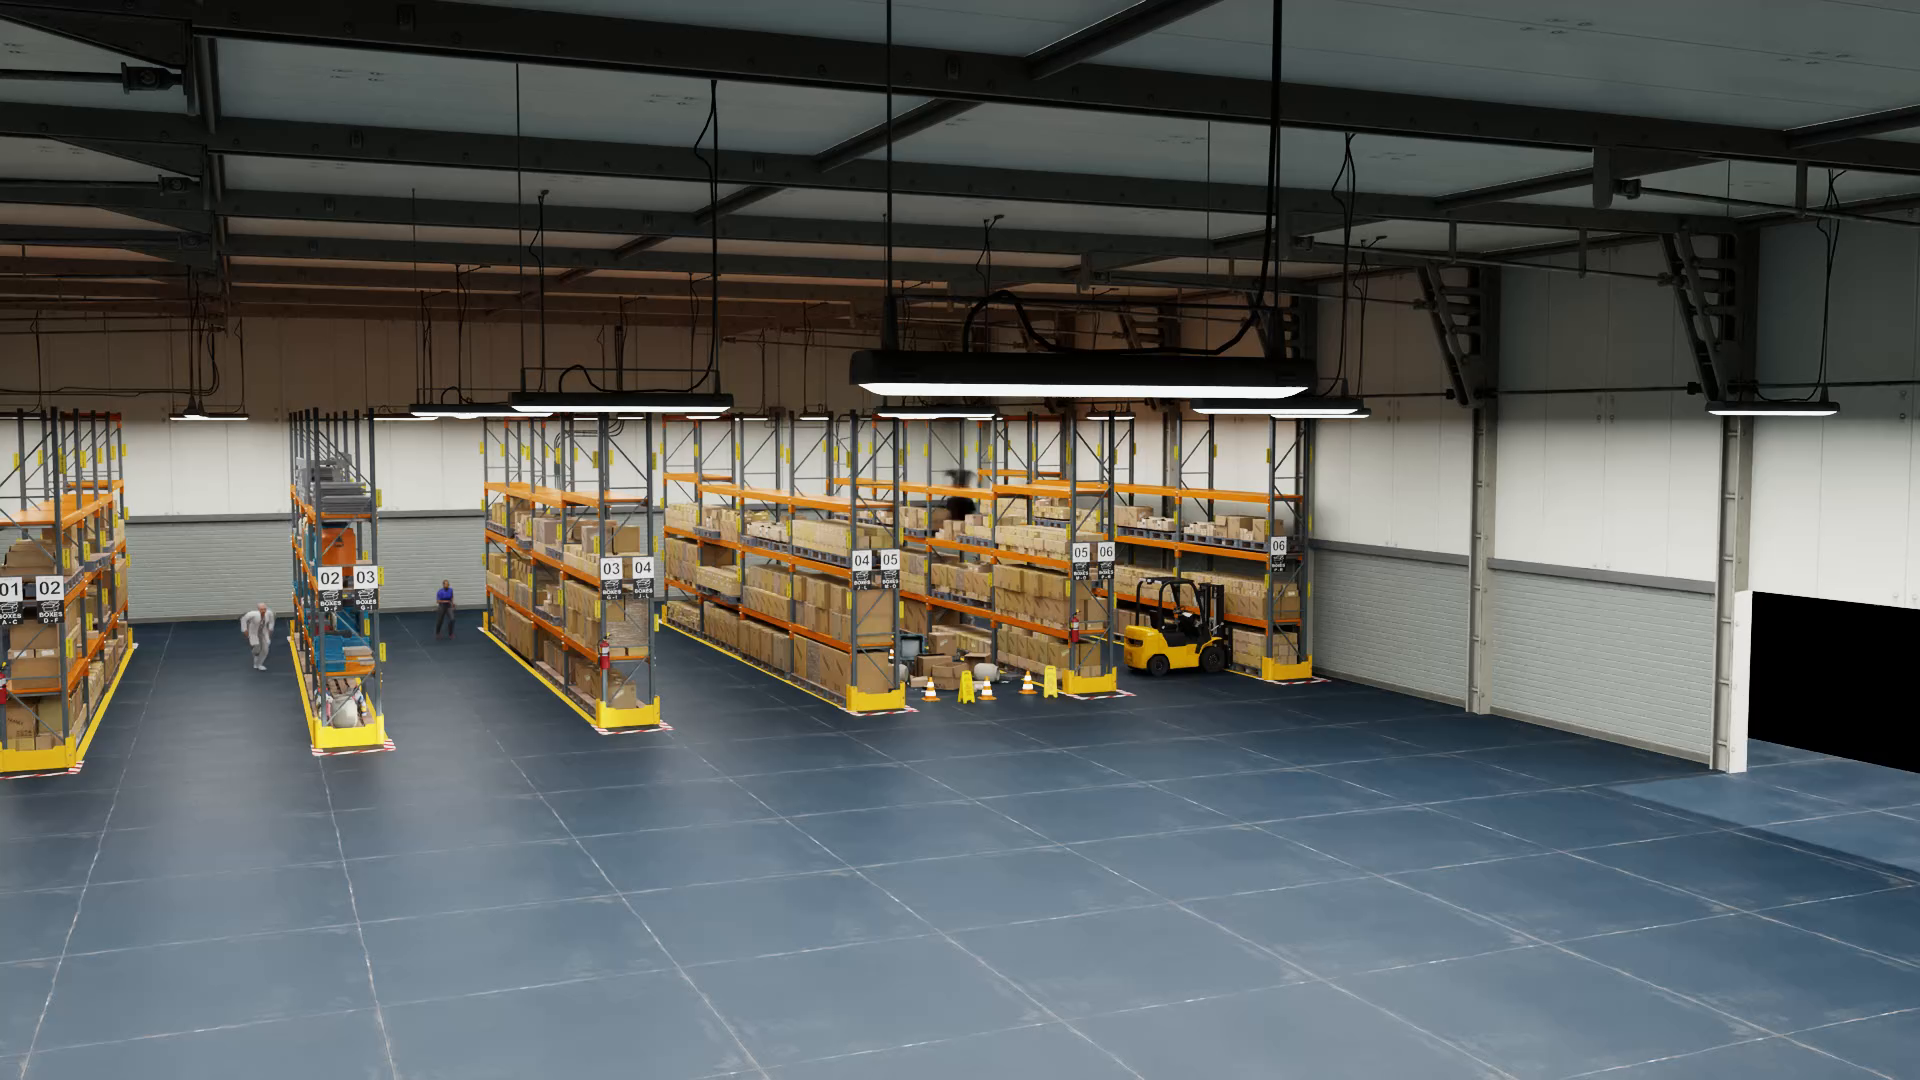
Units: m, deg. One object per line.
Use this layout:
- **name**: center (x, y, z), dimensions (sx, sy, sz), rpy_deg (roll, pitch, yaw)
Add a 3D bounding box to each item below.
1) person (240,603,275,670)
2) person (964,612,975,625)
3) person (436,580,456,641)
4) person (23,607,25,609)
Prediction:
- **person**: center (-16.326, 2.234, 38.634), dimensions (0.738, 1.589, 0.886), rpy_deg (-3, 5, -37)
- **person**: center (0.193, 1.680, 46.140), dimensions (0.619, 1.642, 0.579), rpy_deg (-3, 5, -41)
- **person**: center (-13.612, 1.847, 43.998), dimensions (0.588, 1.626, 0.961), rpy_deg (-3, 5, -39)
- **person**: center (-23.881, 1.868, 42.607), dimensions (0.908, 1.704, 0.654), rpy_deg (-1, 4, -16)
